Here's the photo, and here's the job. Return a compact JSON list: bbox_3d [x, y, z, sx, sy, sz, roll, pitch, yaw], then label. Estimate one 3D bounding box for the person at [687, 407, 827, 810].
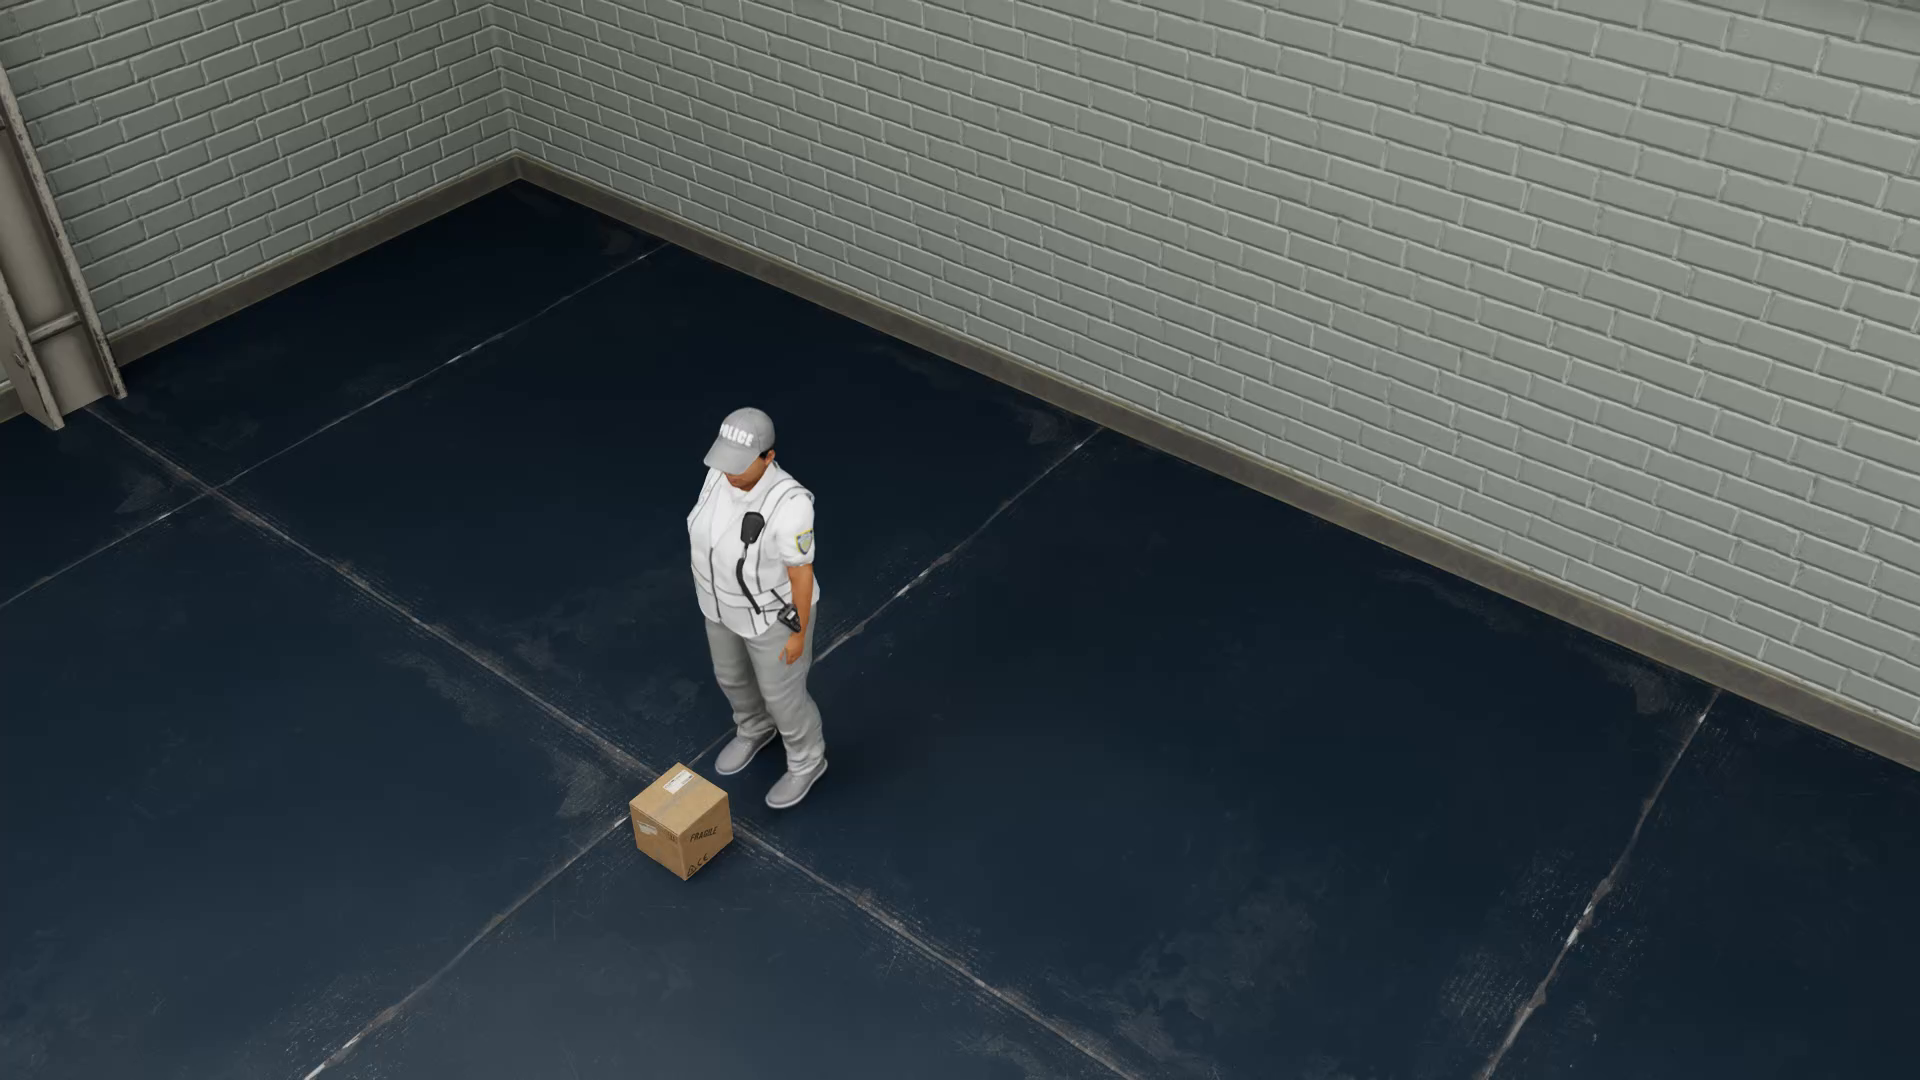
[{"bbox_3d":[-0.708,0.250,5.856,0.468,1.668,0.390,27,46,29],"label":"person"}]
